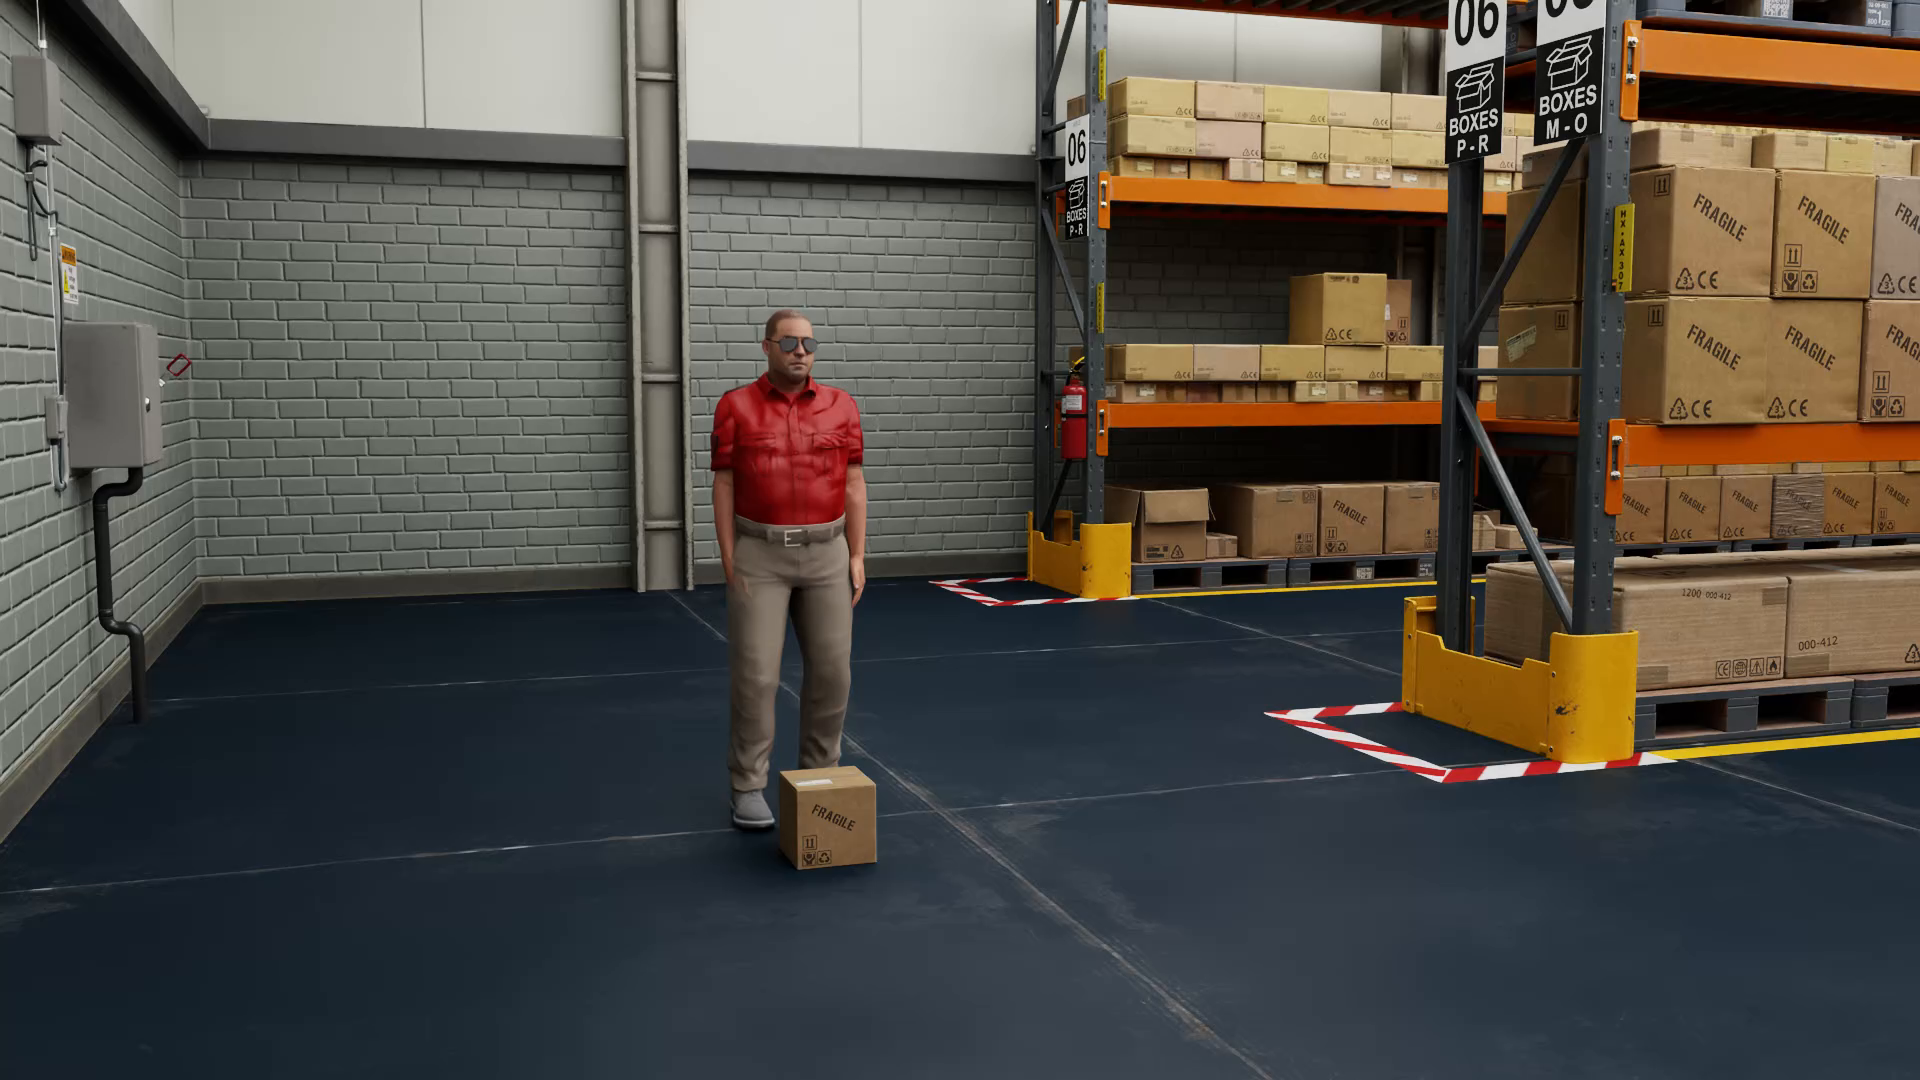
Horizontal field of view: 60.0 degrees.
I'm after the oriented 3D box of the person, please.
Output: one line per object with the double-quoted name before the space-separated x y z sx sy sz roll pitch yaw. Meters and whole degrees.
"person" -0.559 0.094 5.608 0.529 1.738 0.359 -2 6 -18
